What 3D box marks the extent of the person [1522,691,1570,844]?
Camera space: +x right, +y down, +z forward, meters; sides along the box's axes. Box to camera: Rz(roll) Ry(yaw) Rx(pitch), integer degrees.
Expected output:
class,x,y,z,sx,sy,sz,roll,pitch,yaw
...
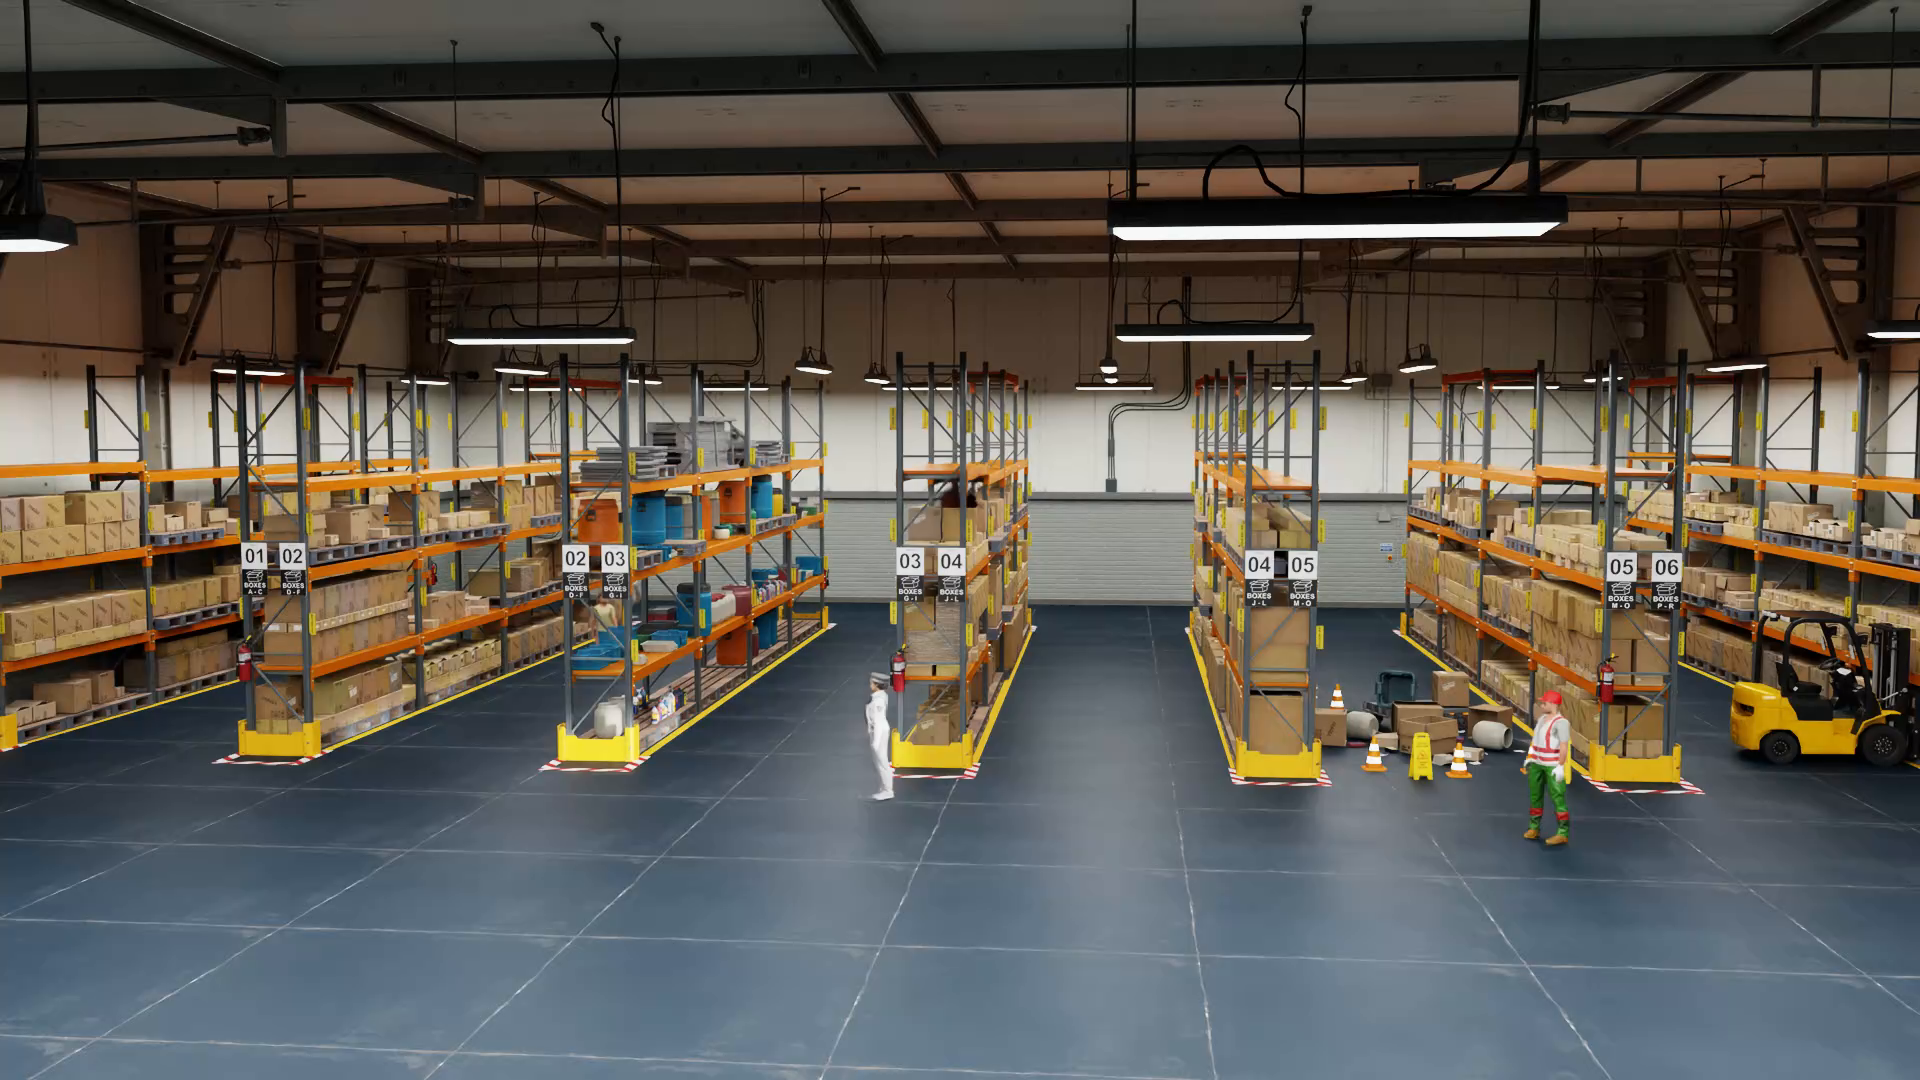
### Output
class,x,y,z,sx,sy,sz,roll,pitch,yaw
person,6.999,2.691,19.896,0.457,1.786,0.606,-2,5,-31

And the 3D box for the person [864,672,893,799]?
class,x,y,z,sx,sy,sz,roll,pitch,yaw
person,-1.085,2.609,22.063,0.380,1.719,0.594,0,4,-6

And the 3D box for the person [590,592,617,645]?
class,x,y,z,sx,sy,sz,roll,pitch,yaw
person,-7.119,1.832,33.252,0.594,1.621,1.064,0,4,1

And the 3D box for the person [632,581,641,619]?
class,x,y,z,sx,sy,sz,roll,pitch,yaw
person,-8.307,1.117,42.047,0.486,1.753,0.621,1,4,17
